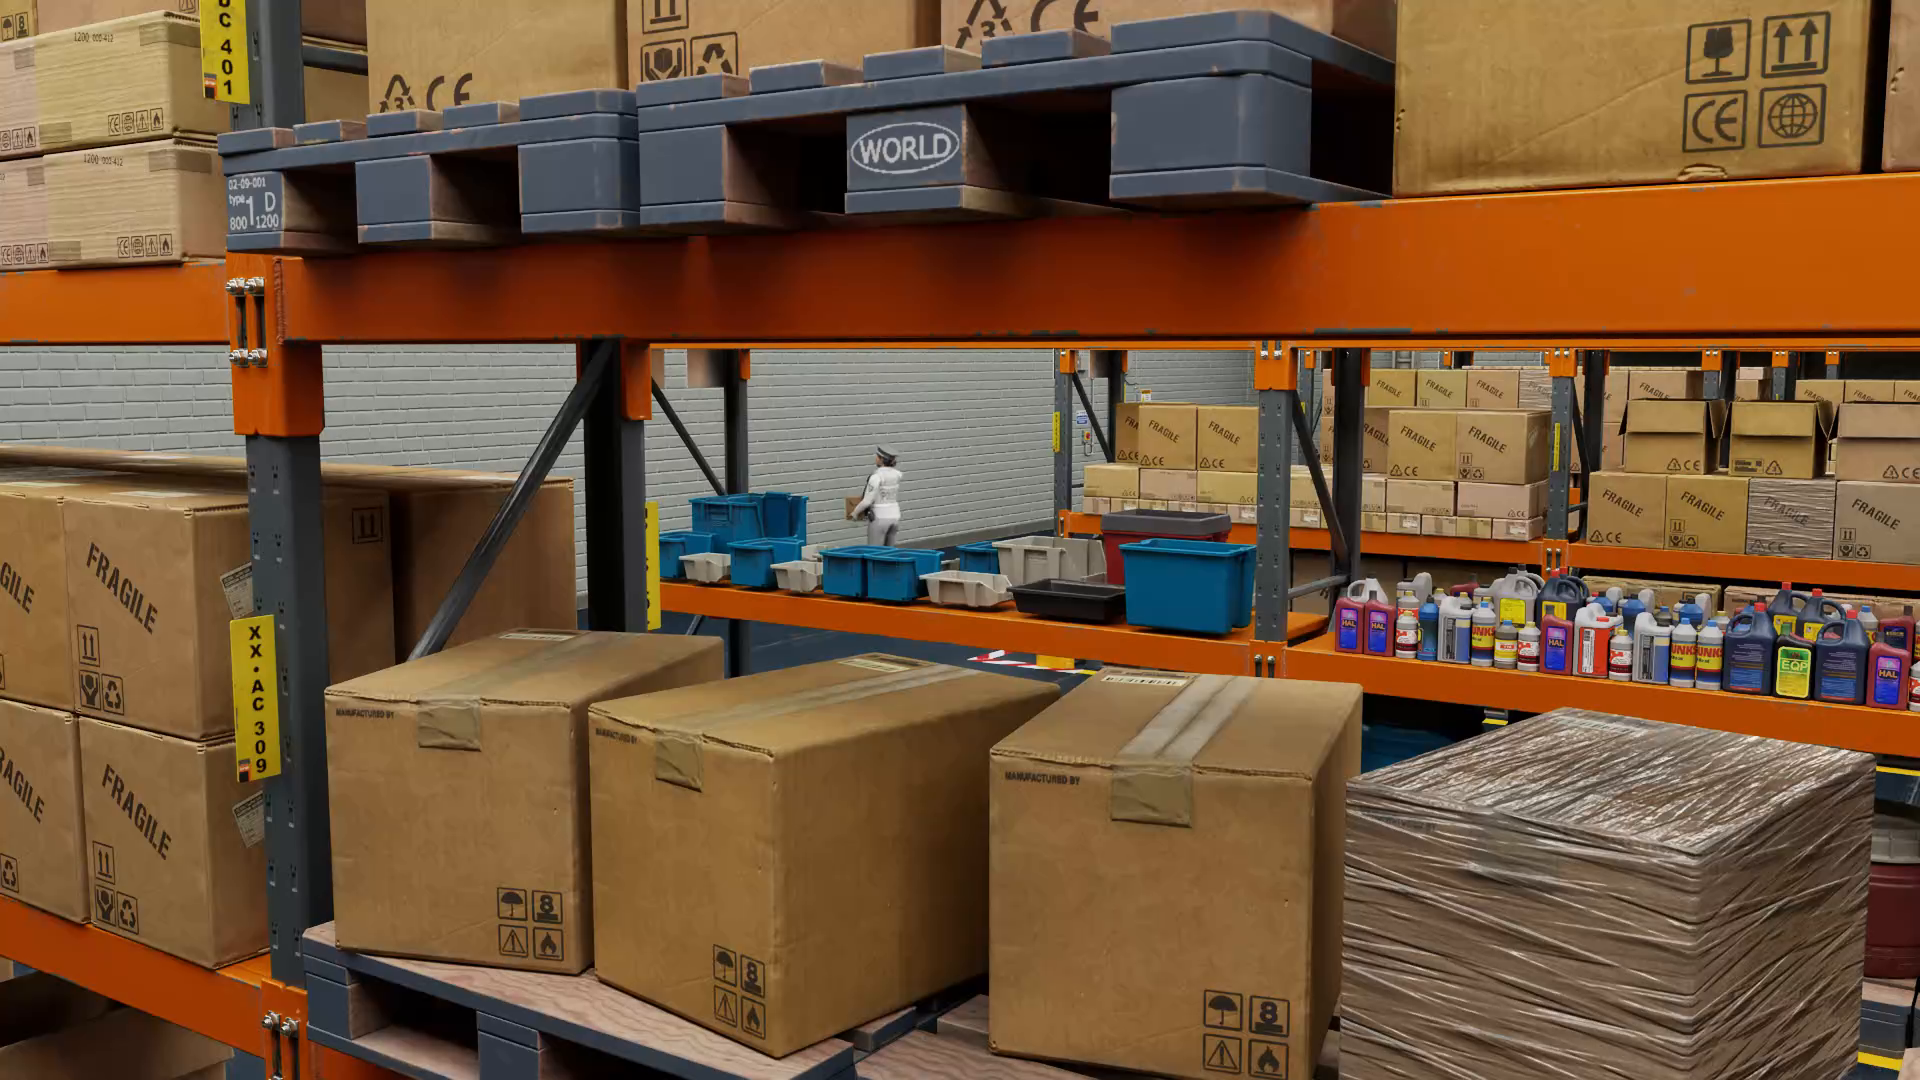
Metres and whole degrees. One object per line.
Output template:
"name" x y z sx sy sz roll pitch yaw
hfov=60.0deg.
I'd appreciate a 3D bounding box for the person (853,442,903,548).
"person" -0.865 -0.191 17.549 0.554 1.695 0.467 5 8 38
